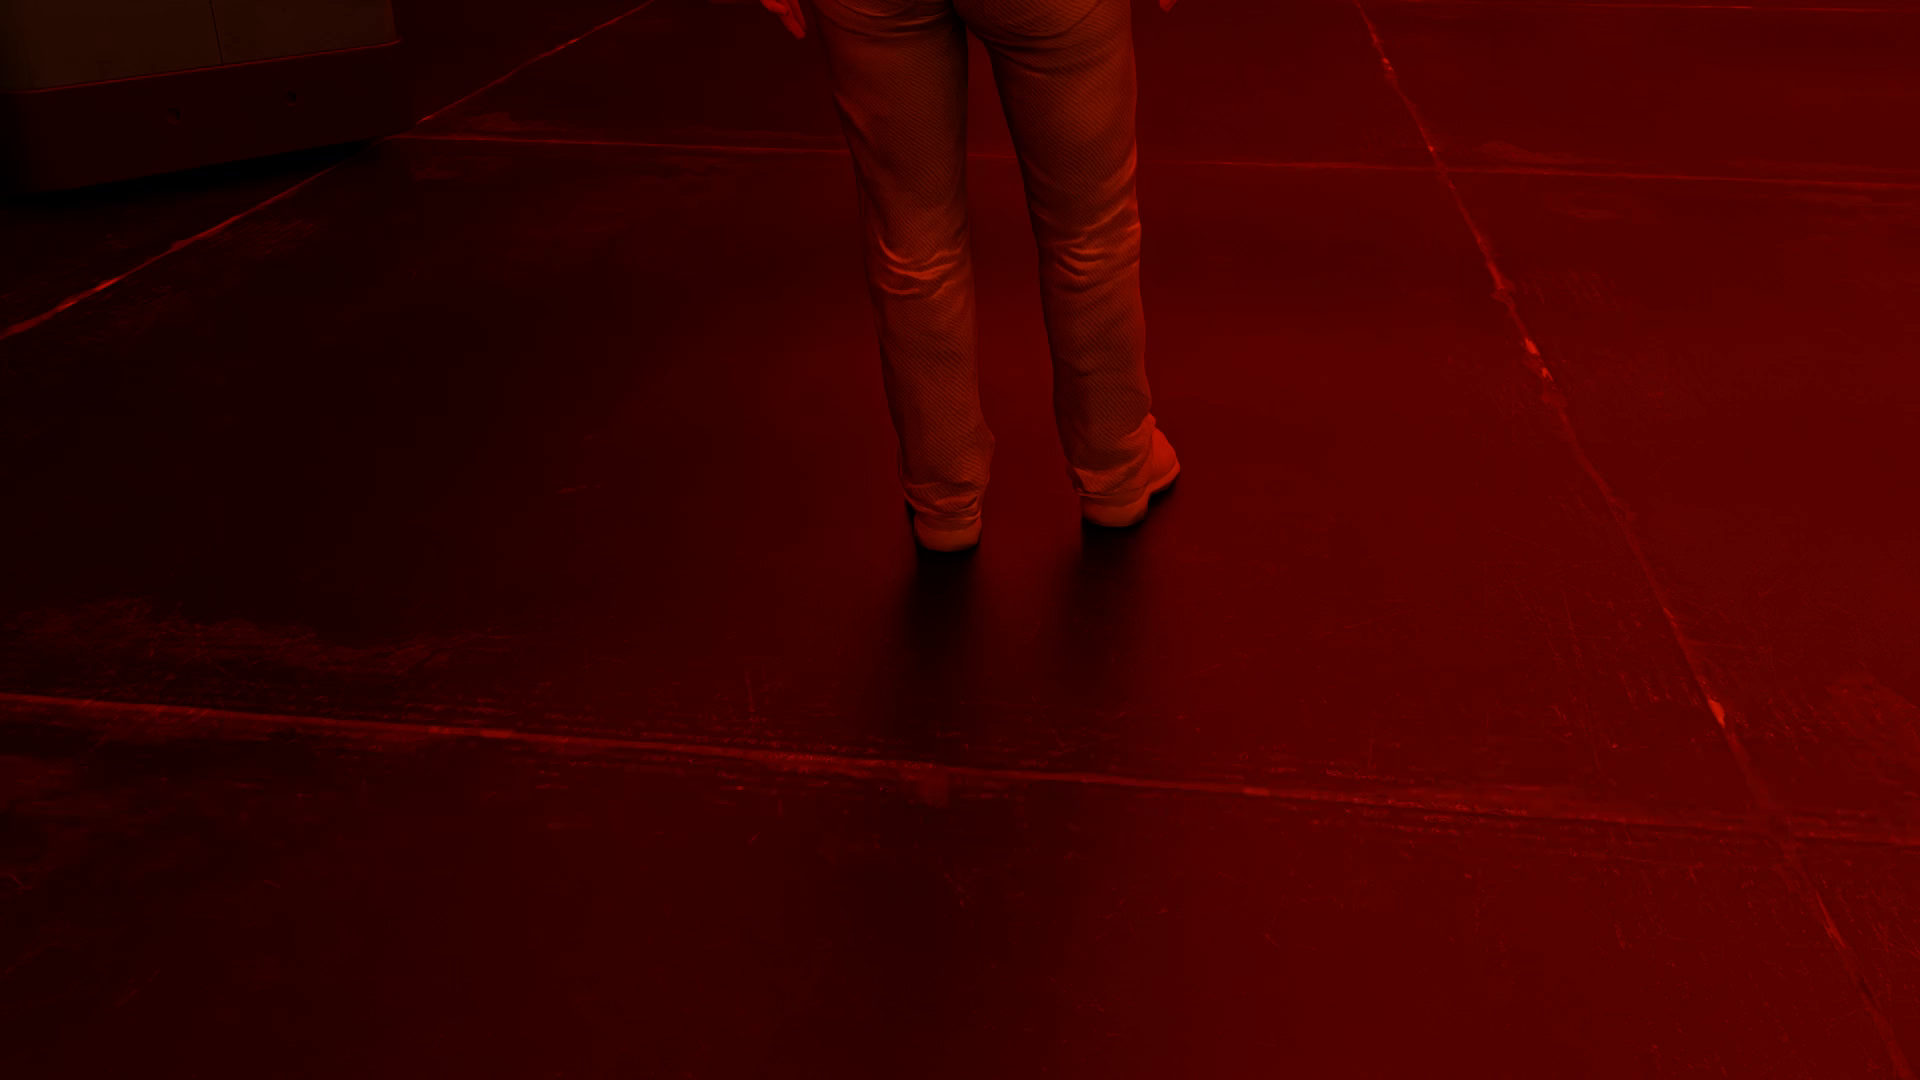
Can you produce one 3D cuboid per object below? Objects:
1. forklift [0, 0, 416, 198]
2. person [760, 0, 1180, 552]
[{"bbox_3d":[-2.903,-2.721,4.672,1.130,2.935,3.031,-23,35,-38],"label":"forklift"},{"bbox_3d":[0.017,-0.825,2.156,0.632,1.768,0.568,3,27,7],"label":"person"}]
